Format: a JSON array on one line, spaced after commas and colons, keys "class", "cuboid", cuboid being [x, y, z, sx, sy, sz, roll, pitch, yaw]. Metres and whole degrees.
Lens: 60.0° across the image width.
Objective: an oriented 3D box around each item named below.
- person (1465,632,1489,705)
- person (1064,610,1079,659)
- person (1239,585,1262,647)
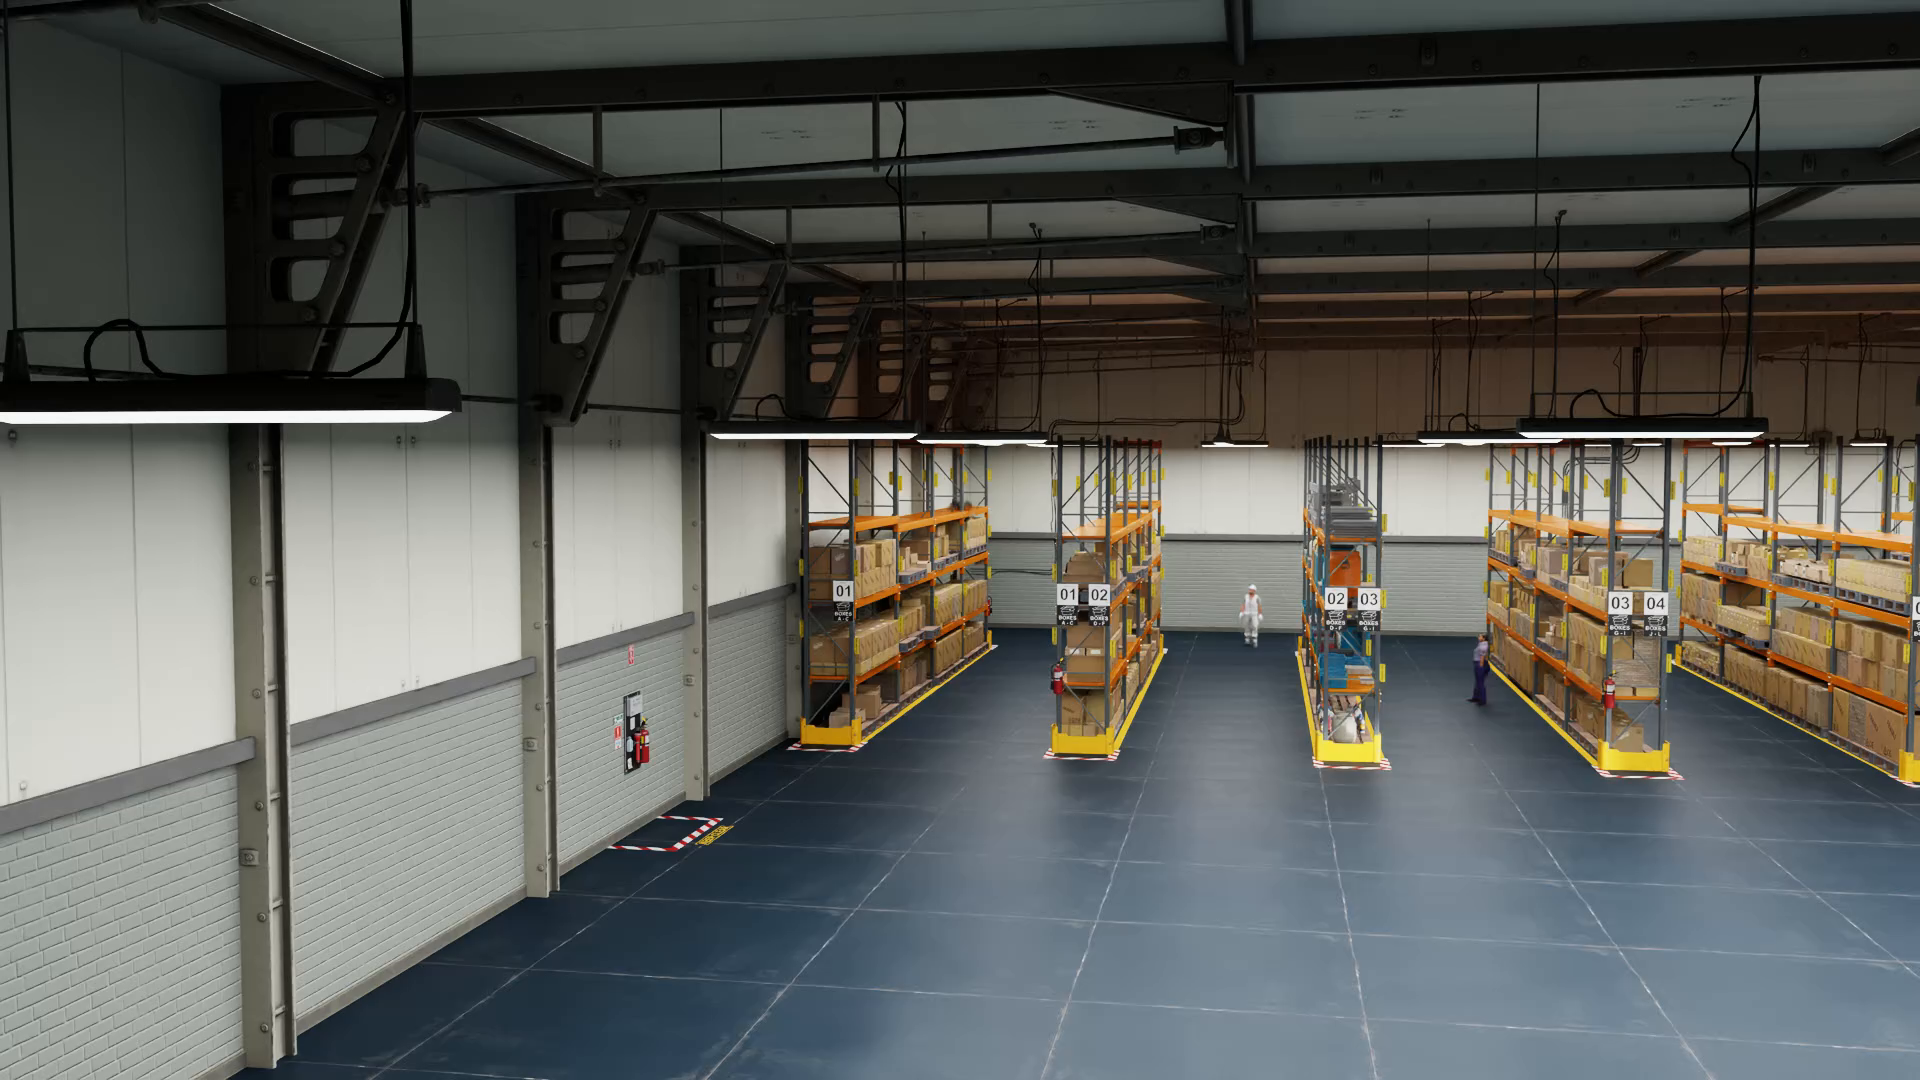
[{"class": "person", "cuboid": [11.637, 2.910, 37.462, 0.567, 1.593, 0.473, 2, 4, 36]}, {"class": "person", "cuboid": [3.149, 2.346, 45.686, 0.663, 1.731, 1.016, 1, 3, 14]}, {"class": "person", "cuboid": [8.490, 2.206, 48.511, 0.672, 1.764, 0.881, 0, 3, 7]}]
